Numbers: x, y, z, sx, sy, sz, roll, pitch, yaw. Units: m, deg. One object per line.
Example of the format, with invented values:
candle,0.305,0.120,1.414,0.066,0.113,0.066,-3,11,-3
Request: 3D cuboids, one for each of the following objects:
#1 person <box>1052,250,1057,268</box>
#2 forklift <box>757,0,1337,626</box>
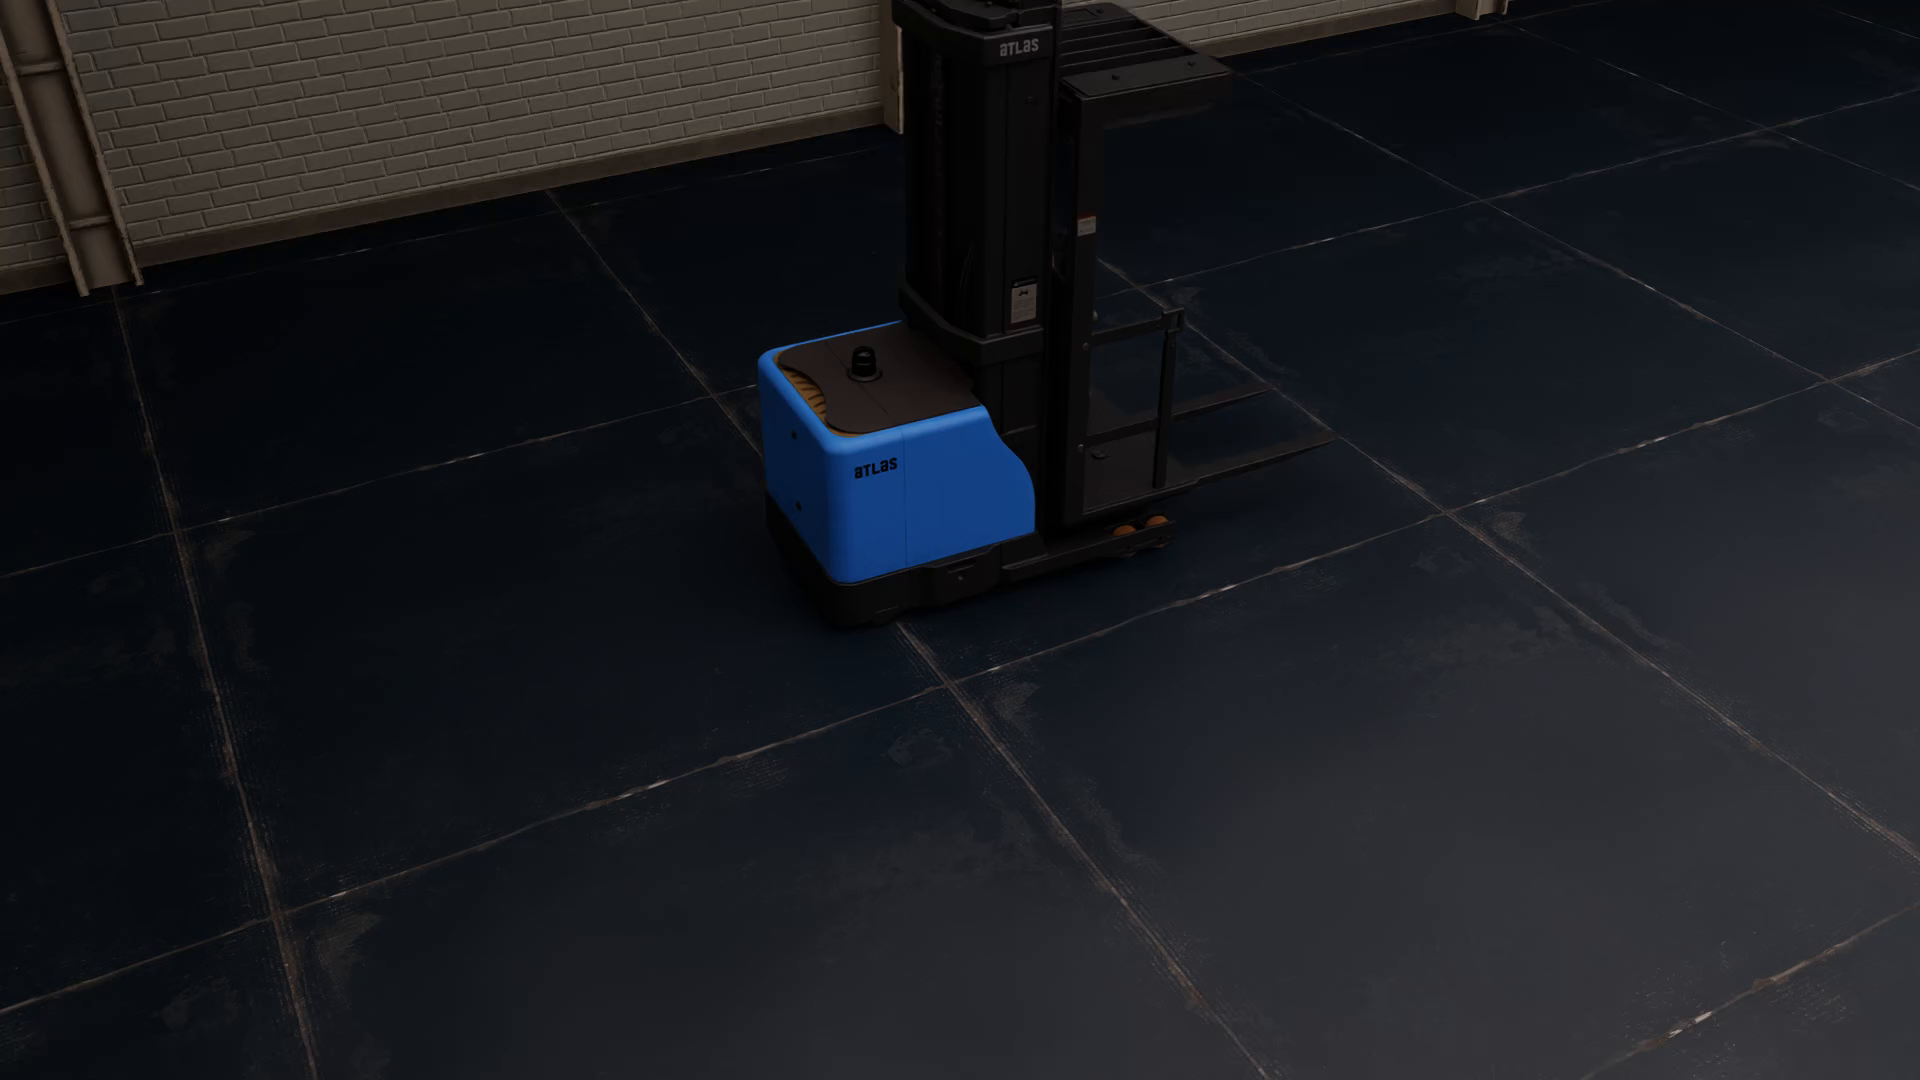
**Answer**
person,0.156,-1.174,8.813,0.778,1.688,0.610,0,35,0
forklift,0.550,-1.363,8.051,3.031,2.935,1.130,-16,38,-21
